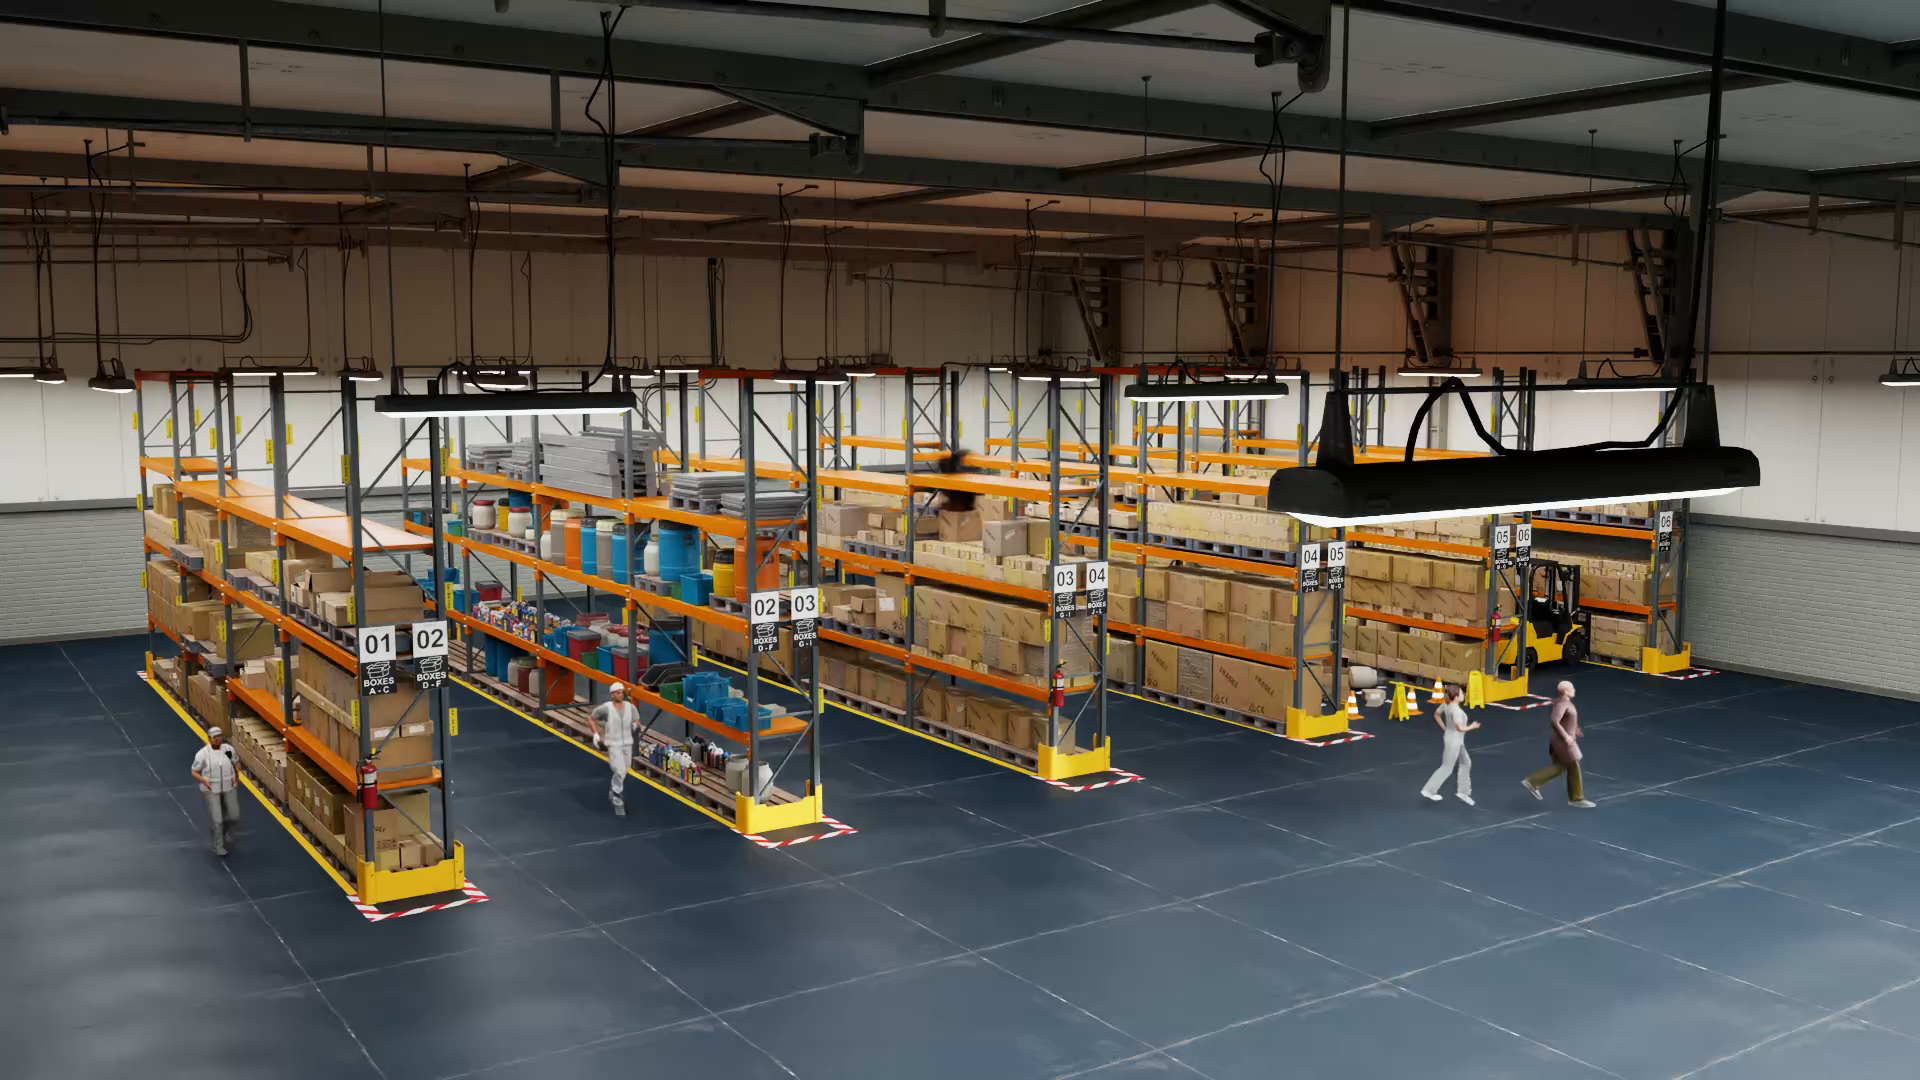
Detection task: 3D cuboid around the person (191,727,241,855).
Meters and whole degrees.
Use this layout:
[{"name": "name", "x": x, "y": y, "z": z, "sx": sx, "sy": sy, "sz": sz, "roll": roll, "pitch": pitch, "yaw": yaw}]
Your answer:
[{"name": "person", "x": -9.372, "y": 3.166, "z": 21.024, "sx": 0.603, "sy": 1.605, "sz": 0.571, "roll": -5, "pitch": 8, "yaw": -38}]

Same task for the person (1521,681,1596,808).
[{"name": "person", "x": 8.363, "y": 2.836, "z": 23.154, "sx": 1.000, "sy": 1.774, "sz": 0.709, "roll": 1, "pitch": 7, "yaw": 10}]

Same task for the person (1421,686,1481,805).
[{"name": "person", "x": 6.861, "y": 2.883, "z": 23.254, "sx": 0.784, "sy": 1.726, "sz": 0.551, "roll": 1, "pitch": 6, "yaw": 6}]

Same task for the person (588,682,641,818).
[{"name": "person", "x": -4.695, "y": 2.867, "z": 22.857, "sx": 0.643, "sy": 1.846, "sz": 0.762, "roll": -6, "pitch": 9, "yaw": -41}]
